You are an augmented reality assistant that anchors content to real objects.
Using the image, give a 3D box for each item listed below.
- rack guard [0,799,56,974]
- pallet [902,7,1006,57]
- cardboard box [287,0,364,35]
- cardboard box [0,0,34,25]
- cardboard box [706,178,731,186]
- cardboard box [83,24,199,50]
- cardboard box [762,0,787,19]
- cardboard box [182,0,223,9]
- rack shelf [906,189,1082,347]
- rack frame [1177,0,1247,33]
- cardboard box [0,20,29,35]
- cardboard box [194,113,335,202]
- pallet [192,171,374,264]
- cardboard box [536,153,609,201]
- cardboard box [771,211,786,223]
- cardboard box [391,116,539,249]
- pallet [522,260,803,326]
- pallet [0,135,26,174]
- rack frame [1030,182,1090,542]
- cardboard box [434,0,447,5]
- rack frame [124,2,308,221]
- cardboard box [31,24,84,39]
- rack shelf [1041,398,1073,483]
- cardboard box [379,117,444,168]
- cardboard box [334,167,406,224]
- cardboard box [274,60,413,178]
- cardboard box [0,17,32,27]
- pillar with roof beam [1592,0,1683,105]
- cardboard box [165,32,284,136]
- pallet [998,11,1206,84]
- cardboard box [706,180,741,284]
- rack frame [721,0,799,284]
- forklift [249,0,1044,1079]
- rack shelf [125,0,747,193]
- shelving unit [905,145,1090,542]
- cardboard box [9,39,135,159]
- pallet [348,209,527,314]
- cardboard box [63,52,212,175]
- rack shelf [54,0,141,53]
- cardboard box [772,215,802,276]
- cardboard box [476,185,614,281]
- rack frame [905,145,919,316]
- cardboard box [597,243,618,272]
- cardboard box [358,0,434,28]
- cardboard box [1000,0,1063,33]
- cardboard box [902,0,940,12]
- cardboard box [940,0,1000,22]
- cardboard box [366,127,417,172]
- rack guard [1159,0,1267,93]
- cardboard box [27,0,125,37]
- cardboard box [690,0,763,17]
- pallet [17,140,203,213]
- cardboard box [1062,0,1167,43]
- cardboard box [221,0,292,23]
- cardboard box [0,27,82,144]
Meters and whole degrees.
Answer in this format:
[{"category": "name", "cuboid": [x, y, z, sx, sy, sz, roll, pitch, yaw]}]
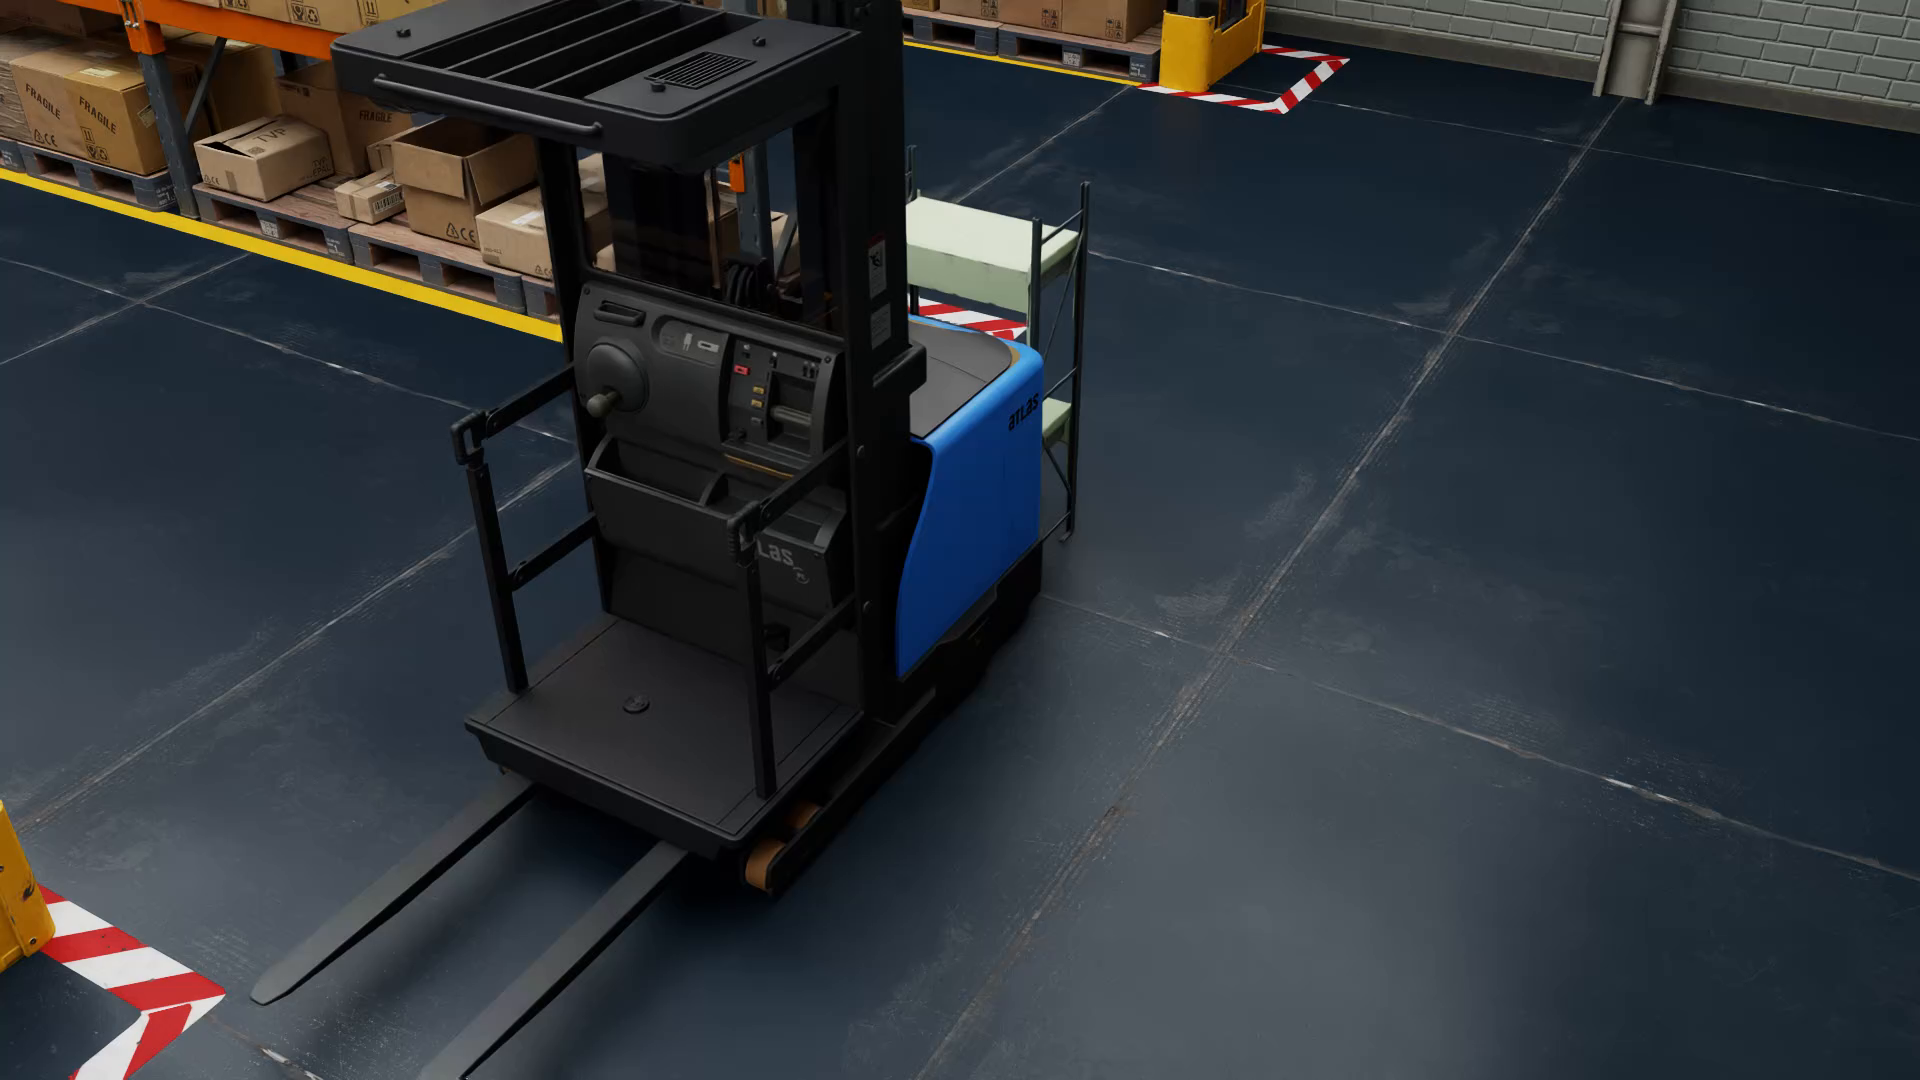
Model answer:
[{"category": "rack guard", "cuboid": [-3.125, 1.196, 4.502, 0.348, 0.500, 1.175, 18, 37, 24]}, {"category": "pallet", "cuboid": [-0.025, -3.970, 12.521, 1.213, 0.211, 1.003, 18, 37, 24]}, {"category": "cardboard box", "cuboid": [-2.978, -2.820, 8.188, 0.500, 0.500, 0.500, 17, 37, 24]}, {"category": "cardboard box", "cuboid": [-5.767, -3.445, 10.399, 0.500, 0.250, 0.500, 17, 37, 24]}, {"category": "cardboard box", "cuboid": [-1.457, -1.689, 8.664, 0.500, 0.250, 0.500, 18, 37, 24]}, {"category": "cardboard box", "cuboid": [-4.932, -2.862, 10.199, 0.500, 0.500, 0.500, 18, 38, 25]}, {"category": "cardboard box", "cuboid": [-0.946, -2.518, 7.734, 0.500, 0.500, 0.500, 18, 38, 25]}, {"category": "cardboard box", "cuboid": [-3.857, -3.098, 8.605, 0.500, 0.500, 0.500, 19, 38, 26]}, {"category": "rack shelf", "cuboid": [0.042, -0.994, 6.185, 0.720, 0.370, 0.431, 18, 38, 25]}, {"category": "rack frame", "cuboid": [1.763, -4.612, 10.970, 0.127, 3.000, 1.000, 18, 37, 24]}, {"category": "cardboard box", "cuboid": [-6.038, -2.885, 10.234, 0.500, 0.500, 0.500, 16, 37, 23]}, {"category": "cardboard box", "cuboid": [-3.907, -2.172, 9.334, 0.500, 0.311, 0.500, 18, 37, 24]}, {"category": "pallet", "cuboid": [-3.569, -1.977, 9.529, 1.213, 0.211, 1.003, 18, 37, 24]}, {"category": "cardboard box", "cuboid": [-1.891, -1.827, 8.871, 0.500, 0.250, 0.500, 18, 37, 24]}, {"category": "cardboard box", "cuboid": [-1.102, -1.580, 8.576, 0.250, 0.166, 0.380, 18, 37, 24]}, {"category": "cardboard box", "cuboid": [-2.531, -1.957, 8.838, 0.637, 0.503, 0.797, 18, 37, 24]}, {"category": "pallet", "cuboid": [-1.450, -1.306, 8.521, 1.213, 0.211, 1.003, 18, 37, 24]}, {"category": "pallet", "cuboid": [-5.953, -2.707, 10.625, 1.213, 0.211, 1.003, 18, 37, 24]}, {"category": "rack frame", "cuboid": [0.358, -0.566, 6.247, 0.023, 1.500, 0.400, 18, 38, 25]}, {"category": "cardboard box", "cuboid": [-2.098, -2.542, 7.770, 0.500, 0.500, 0.500, 18, 38, 25]}, {"category": "rack frame", "cuboid": [-4.164, -3.327, 9.040, 0.127, 3.000, 1.000, 18, 37, 24]}, {"category": "cardboard box", "cuboid": [-5.362, -3.003, 10.411, 0.500, 0.500, 0.500, 18, 38, 25]}, {"category": "rack shelf", "cuboid": [0.042, -0.398, 6.582, 0.720, 0.370, 0.431, 18, 38, 25]}, {"category": "cardboard box", "cuboid": [-2.878, -2.165, 9.323, 0.500, 0.311, 0.500, 18, 37, 24]}, {"category": "cardboard box", "cuboid": [-3.151, -1.878, 9.024, 0.250, 0.166, 0.380, 18, 37, 24]}, {"category": "cardboard box", "cuboid": [-3.529, -2.450, 9.581, 0.500, 0.500, 0.500, 18, 37, 24]}, {"category": "cardboard box", "cuboid": [-5.801, -3.142, 10.620, 0.500, 0.500, 0.500, 16, 37, 23]}, {"category": "pillar with roof beam", "cuboid": [2.401, -4.711, 5.706, 0.400, 9.000, 9.100, 18, 37, 24]}, {"category": "cardboard box", "cuboid": [-4.463, -2.720, 9.987, 0.500, 0.500, 0.500, 16, 37, 22]}, {"category": "pallet", "cuboid": [1.030, -3.634, 12.016, 1.213, 0.211, 1.003, 18, 37, 24]}, {"category": "cardboard box", "cuboid": [-1.286, -1.401, 8.006, 0.500, 0.500, 0.500, 18, 37, 24]}, {"category": "rack frame", "cuboid": [-0.691, -2.227, 7.388, 0.127, 3.000, 1.000, 18, 37, 24]}, {"category": "forklift", "cuboid": [-0.870, -0.430, 4.751, 1.130, 2.935, 3.031, 18, 38, 25]}, {"category": "rack shelf", "cuboid": [-2.428, -2.478, 8.414, 4.000, 0.370, 1.077, 18, 37, 24]}, {"category": "shelving unit", "cuboid": [0.042, -0.669, 6.402, 0.755, 1.500, 0.431, 18, 38, 25]}, {"category": "cardboard box", "cuboid": [-5.160, -2.608, 9.818, 0.500, 0.500, 0.500, 18, 38, 25]}, {"category": "pallet", "cuboid": [-2.505, -1.642, 9.026, 1.213, 0.211, 1.003, 18, 37, 24]}, {"category": "cardboard box", "cuboid": [-4.735, -2.468, 9.608, 0.500, 0.500, 0.500, 17, 37, 24]}, {"category": "rack shelf", "cuboid": [-5.901, -3.578, 10.066, 4.000, 0.370, 1.077, 18, 37, 24]}, {"category": "cardboard box", "cuboid": [-0.885, -1.504, 8.478, 0.250, 0.149, 0.380, 18, 37, 24]}, {"category": "cardboard box", "cuboid": [-2.096, -1.572, 8.489, 0.500, 0.250, 0.500, 18, 37, 24]}, {"category": "rack frame", "cuboid": [-0.274, -0.772, 6.556, 0.023, 1.500, 0.400, 18, 38, 25]}, {"category": "cardboard box", "cuboid": [-1.593, -1.417, 8.330, 0.250, 0.166, 0.380, 18, 37, 24]}, {"category": "cardboard box", "cuboid": [-2.535, -2.680, 7.979, 0.500, 0.500, 0.500, 17, 37, 24]}, {"category": "cardboard box", "cuboid": [0.671, -4.028, 11.969, 0.500, 0.500, 0.700, 17, 37, 24]}, {"category": "cardboard box", "cuboid": [-0.232, -4.309, 12.392, 0.500, 0.500, 0.700, 18, 38, 25]}, {"category": "cardboard box", "cuboid": [0.234, -4.166, 12.177, 0.500, 0.500, 0.700, 16, 37, 23]}, {"category": "cardboard box", "cuboid": [-3.174, -2.229, 9.567, 0.250, 0.149, 0.380, 18, 37, 24]}, {"category": "rack guard", "cuboid": [1.784, -3.565, 11.652, 0.348, 0.500, 1.175, 18, 37, 24]}, {"category": "cardboard box", "cuboid": [-5.332, -3.307, 10.192, 0.500, 0.250, 0.500, 18, 38, 24]}, {"category": "cardboard box", "cuboid": [-1.215, -2.261, 7.349, 0.500, 0.500, 0.500, 19, 38, 26]}, {"category": "pallet", "cuboid": [-4.889, -2.372, 10.122, 1.213, 0.211, 1.003, 18, 37, 24]}, {"category": "cardboard box", "cuboid": [1.106, -3.891, 11.763, 0.500, 0.500, 0.700, 18, 37, 24]}, {"category": "cardboard box", "cuboid": [-3.411, -2.958, 8.396, 0.500, 0.500, 0.500, 18, 38, 25]}, {"category": "cardboard box", "cuboid": [-5.595, -2.746, 10.025, 0.500, 0.500, 0.500, 18, 38, 25]}]
